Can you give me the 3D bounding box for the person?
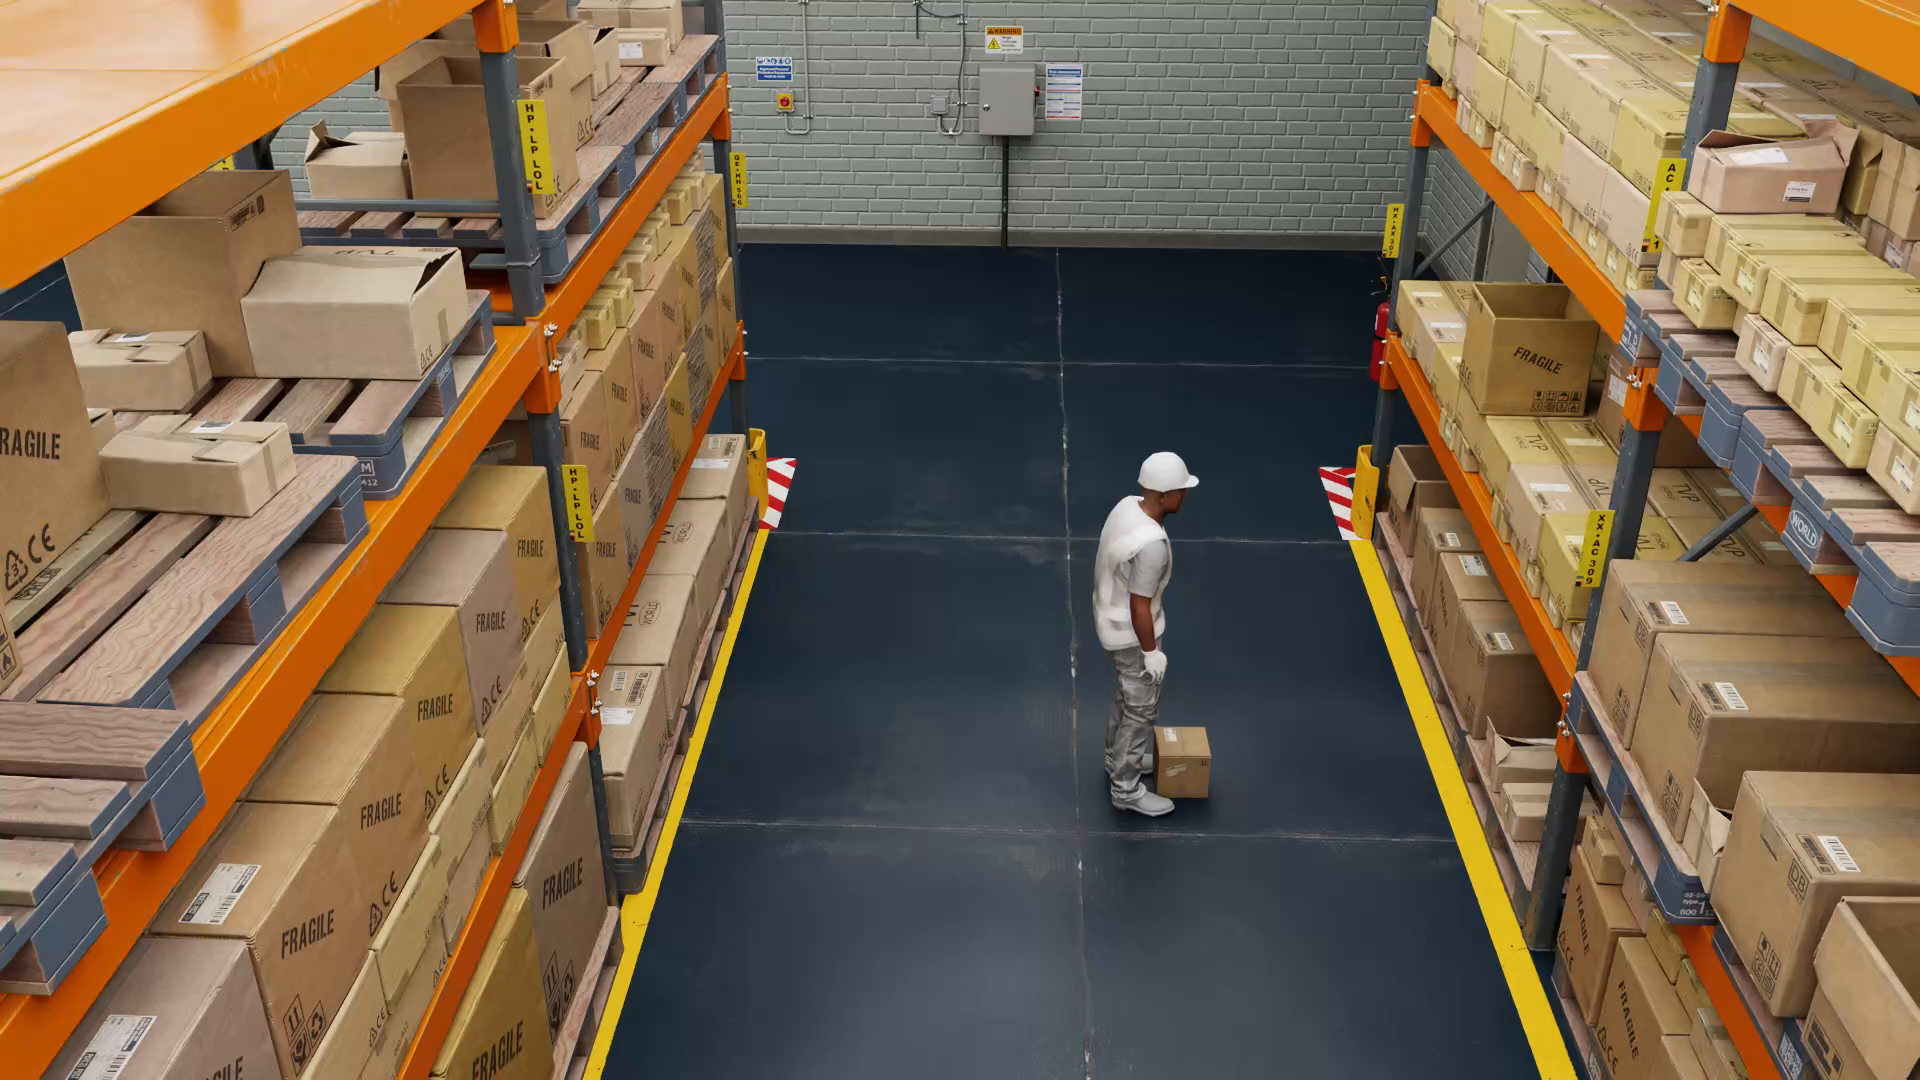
[{"bbox_3d":[0.852,0.416,7.818,0.451,1.773,0.622,-1,28,-1],"label":"person"}]
